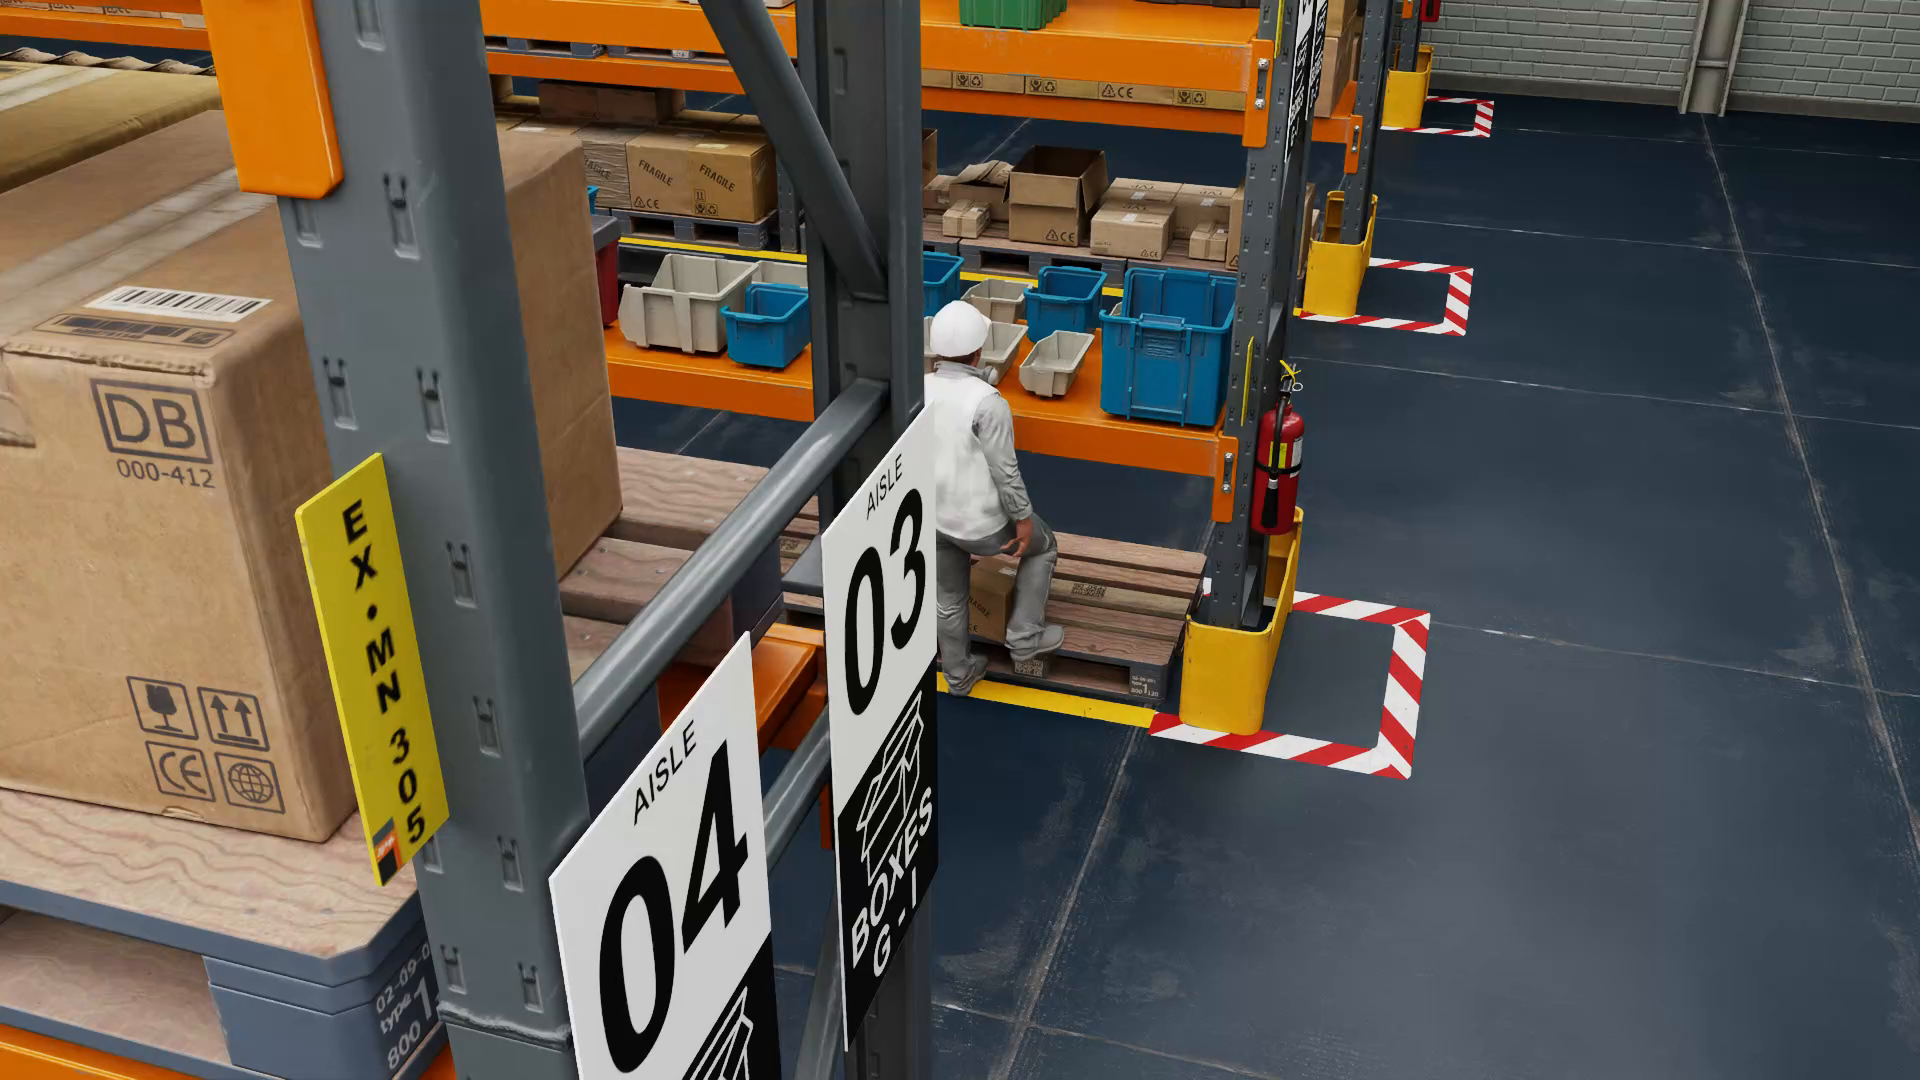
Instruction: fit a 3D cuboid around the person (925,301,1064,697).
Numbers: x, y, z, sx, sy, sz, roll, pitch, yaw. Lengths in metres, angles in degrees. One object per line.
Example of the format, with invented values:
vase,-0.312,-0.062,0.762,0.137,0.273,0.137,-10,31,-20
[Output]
person,0.078,-0.155,6.857,0.634,1.774,0.614,18,34,30
